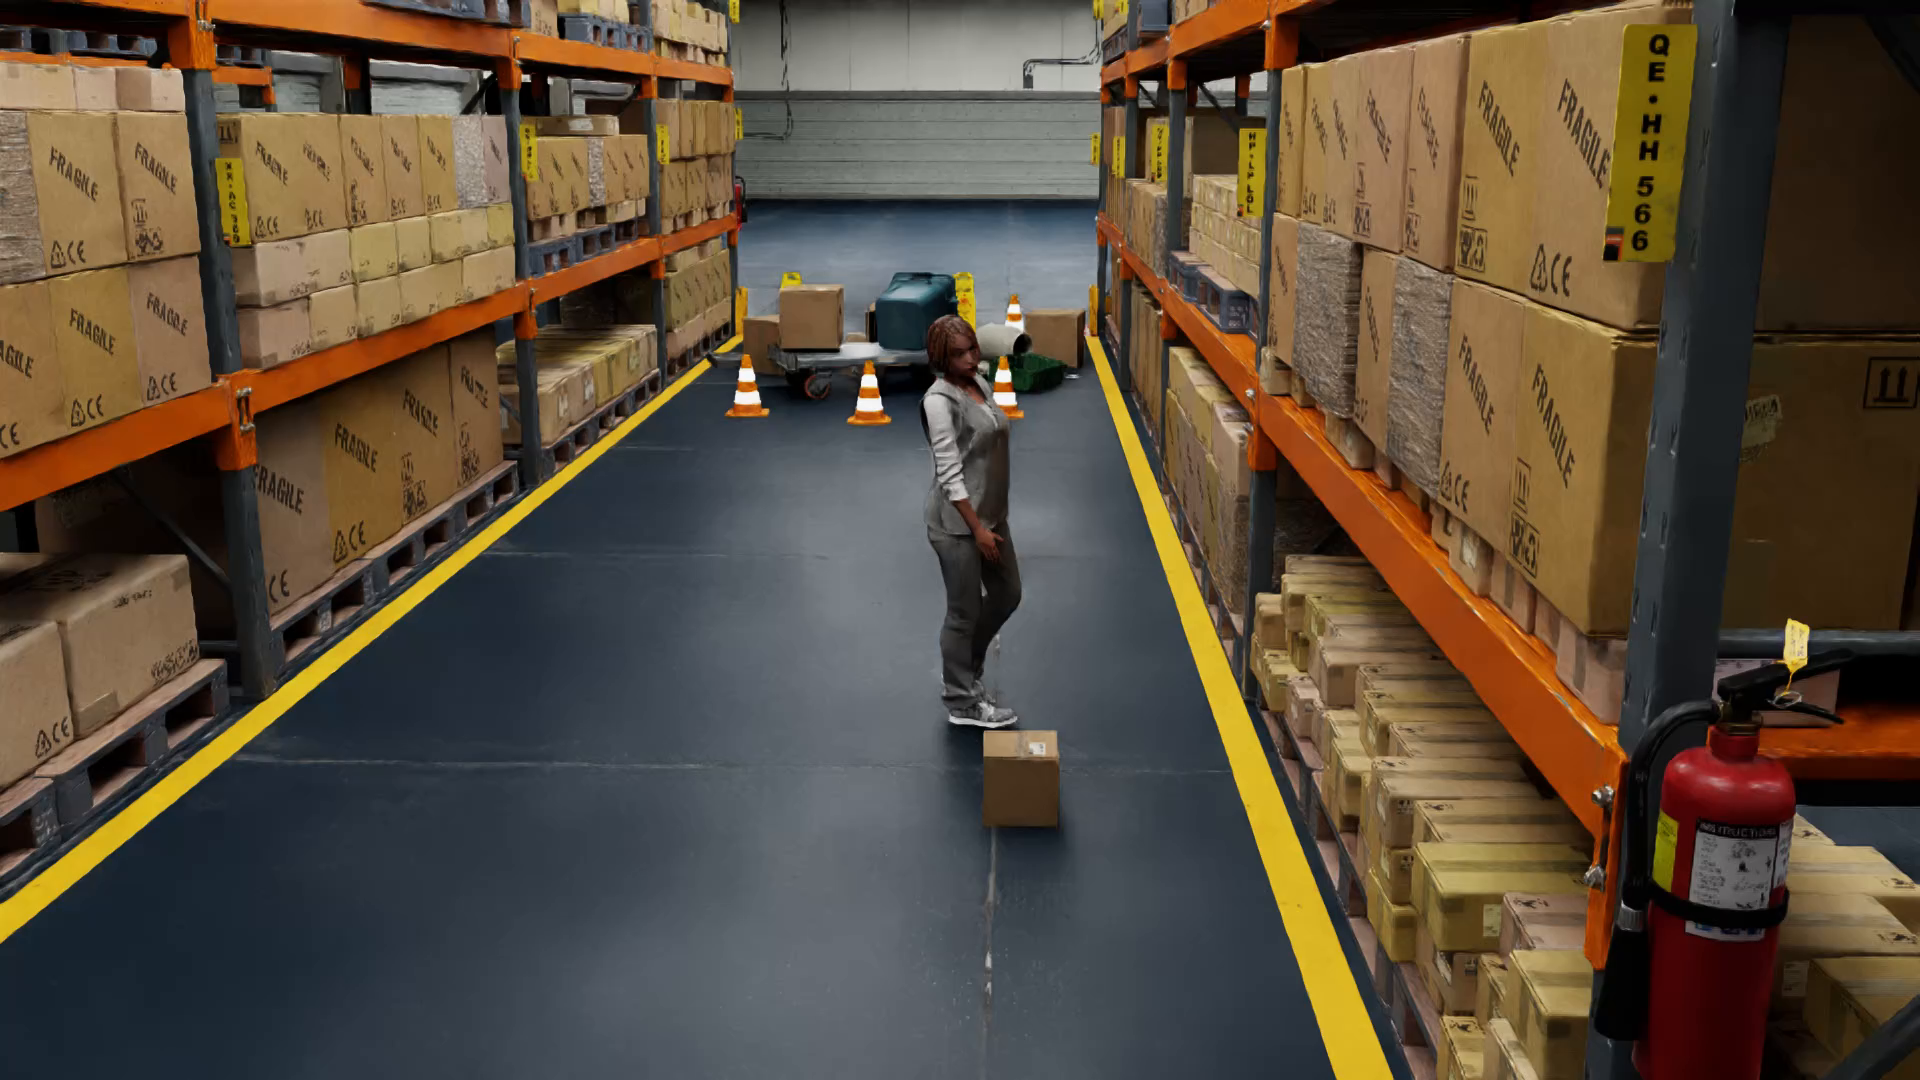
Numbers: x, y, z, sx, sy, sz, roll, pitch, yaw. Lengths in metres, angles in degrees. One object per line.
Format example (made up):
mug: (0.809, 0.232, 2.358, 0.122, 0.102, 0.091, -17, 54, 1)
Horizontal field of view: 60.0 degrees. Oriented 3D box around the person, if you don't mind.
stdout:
person: (0.044, -0.039, 6.246, 0.375, 1.597, 0.507, 7, 16, 24)
